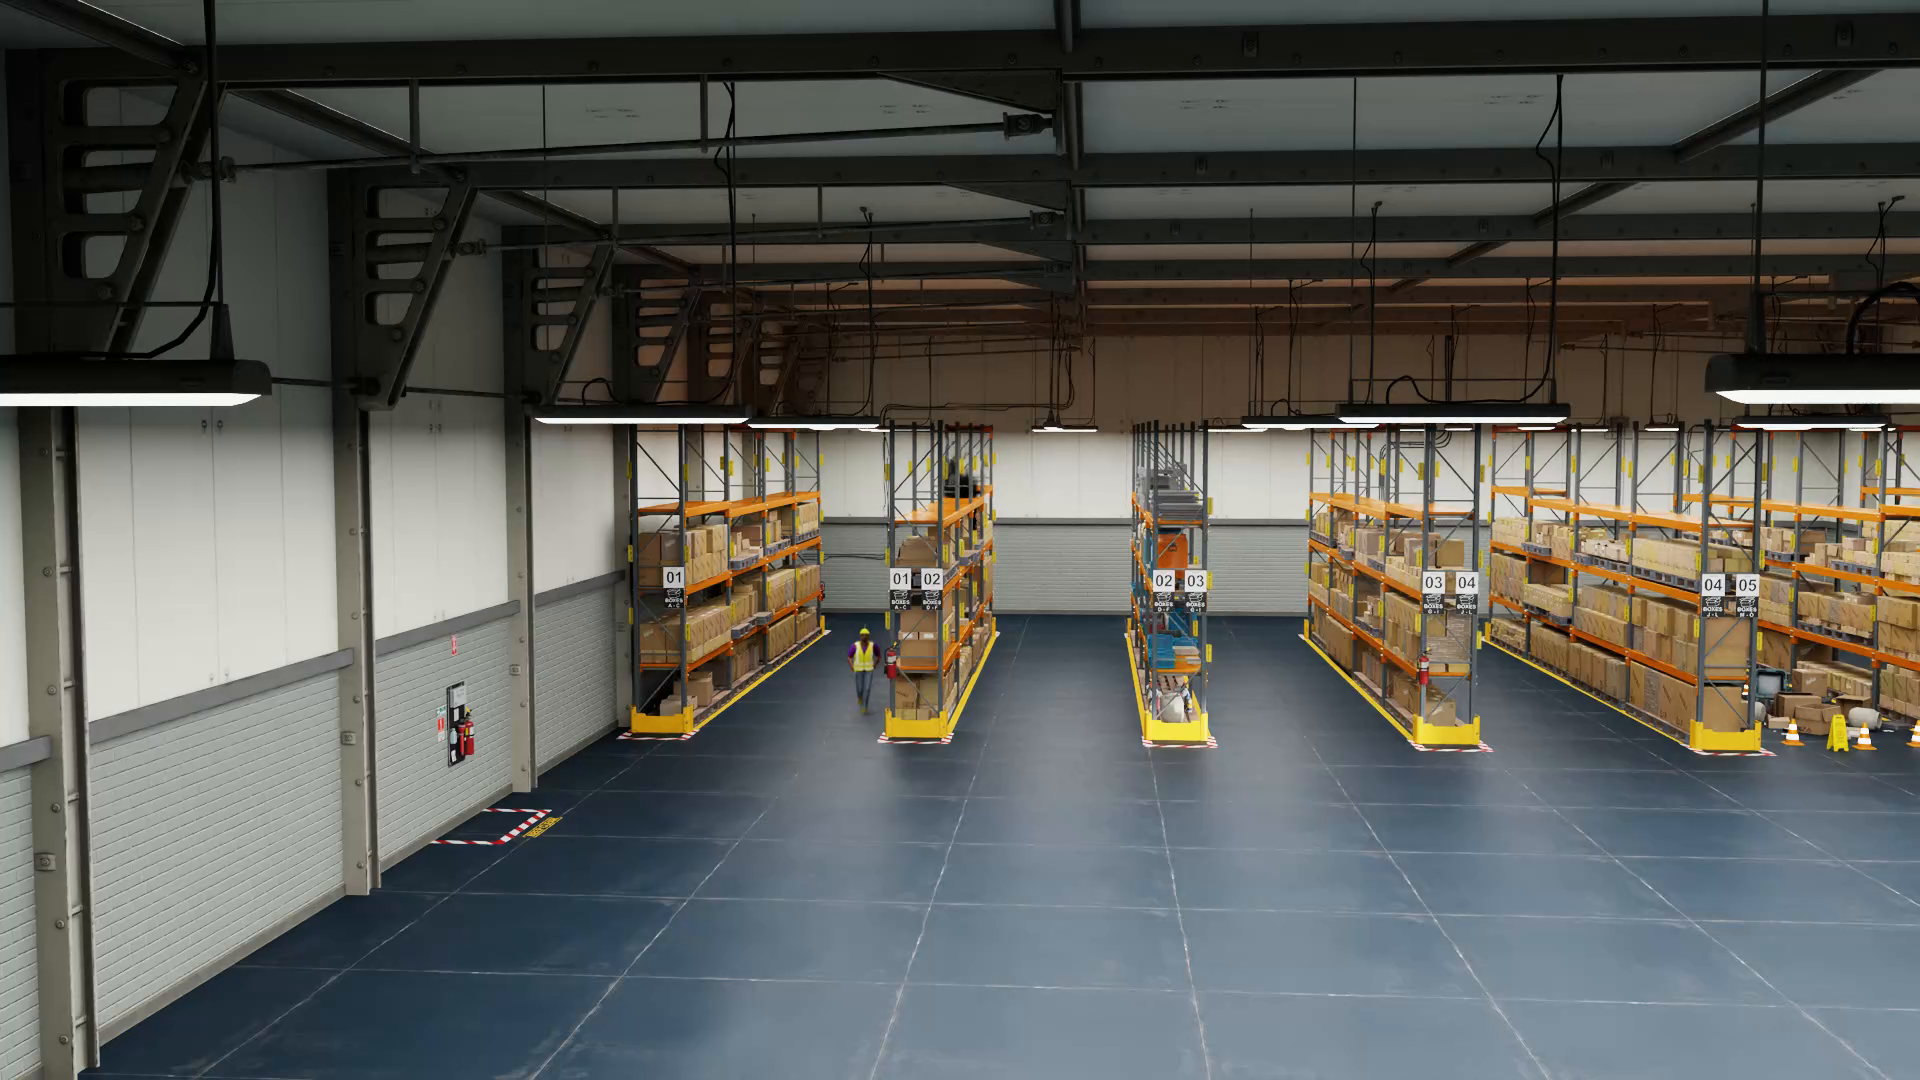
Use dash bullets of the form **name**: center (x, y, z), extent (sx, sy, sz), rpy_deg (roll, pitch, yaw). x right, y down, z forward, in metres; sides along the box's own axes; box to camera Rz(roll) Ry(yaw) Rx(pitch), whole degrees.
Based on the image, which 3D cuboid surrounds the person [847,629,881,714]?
- **person**: center (-1.968, 2.686, 34.222), extent (0.718, 1.735, 0.774), rpy_deg (0, 4, -5)

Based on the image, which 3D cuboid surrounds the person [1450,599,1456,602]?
- **person**: center (13.519, 1.921, 46.709), extent (0.775, 1.687, 0.650), rpy_deg (1, 4, 20)
